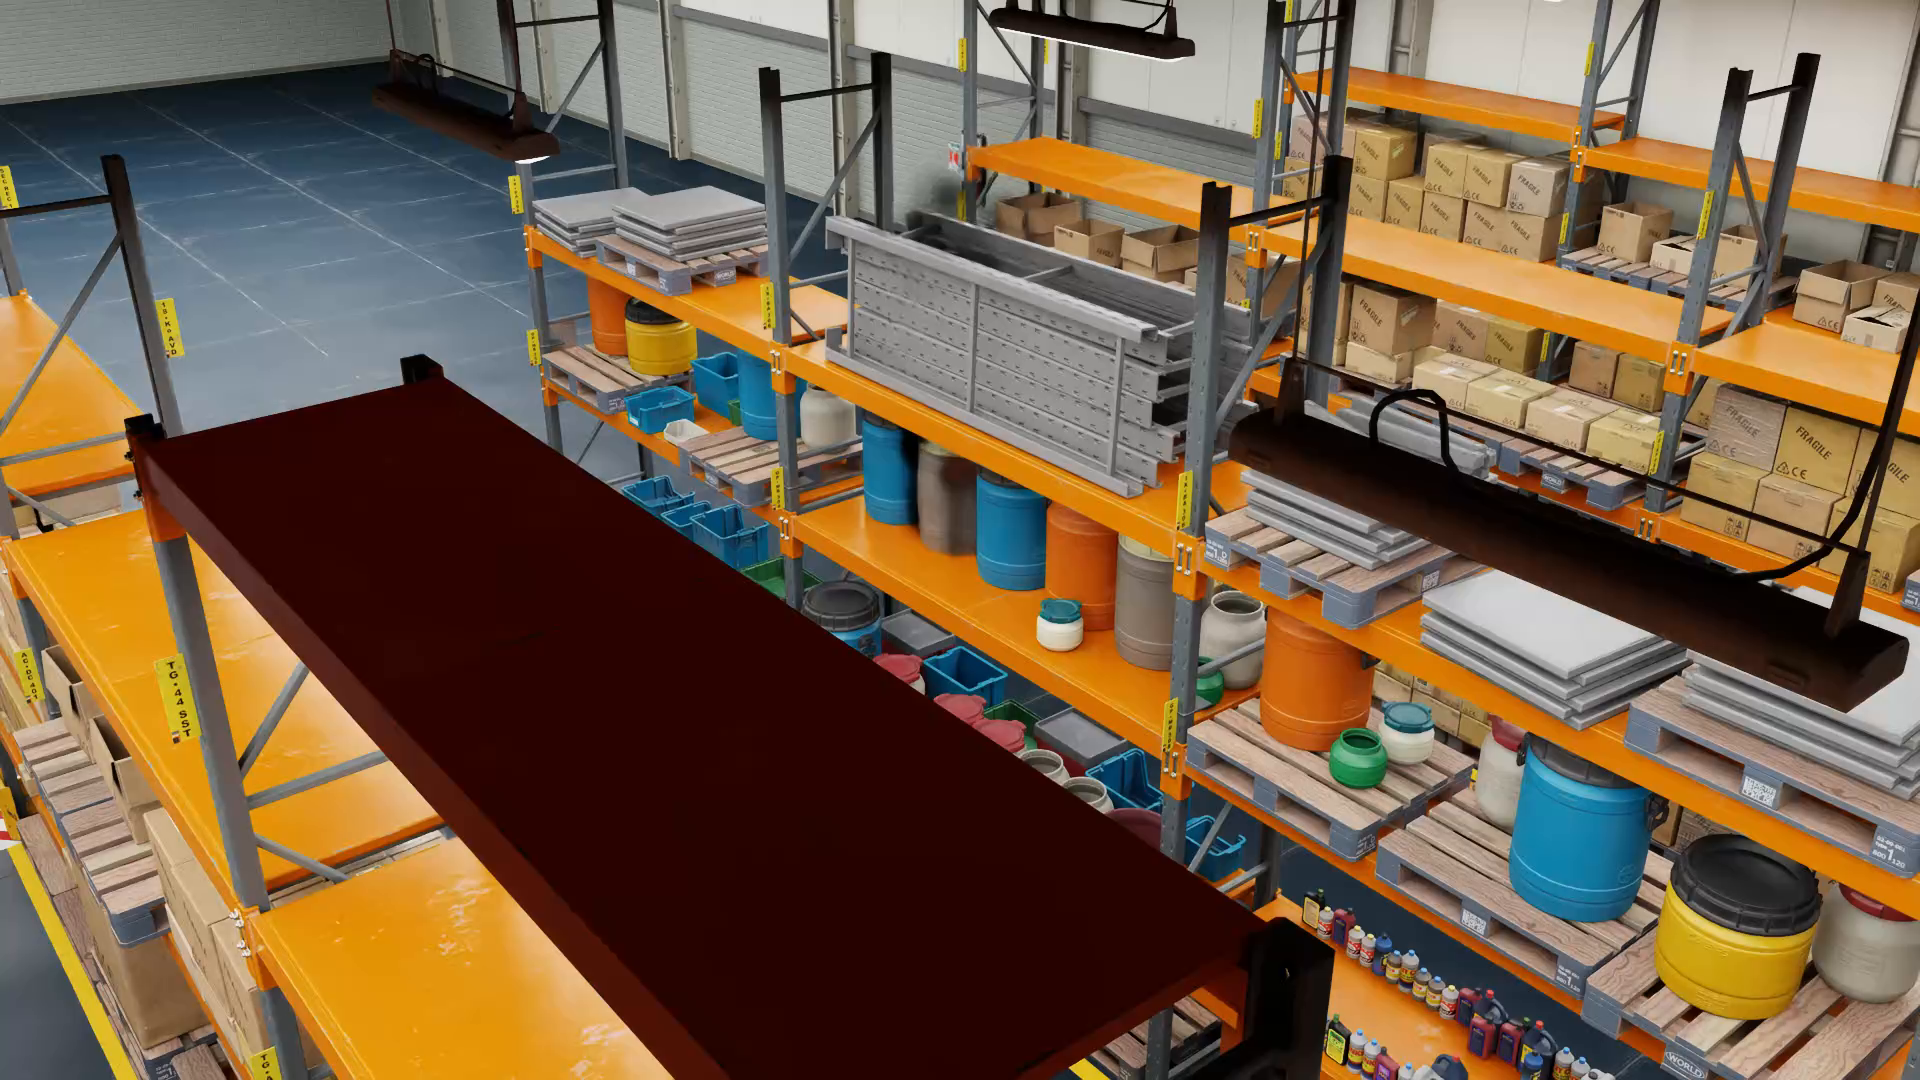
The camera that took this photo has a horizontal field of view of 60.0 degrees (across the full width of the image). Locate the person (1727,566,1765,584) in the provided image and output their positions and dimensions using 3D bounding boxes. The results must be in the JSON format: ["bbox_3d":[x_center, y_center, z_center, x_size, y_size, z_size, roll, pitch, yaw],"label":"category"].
[{"bbox_3d":[6.817,0.699,14.809,0.577,1.736,0.654,23,34,39],"label":"person"}]
